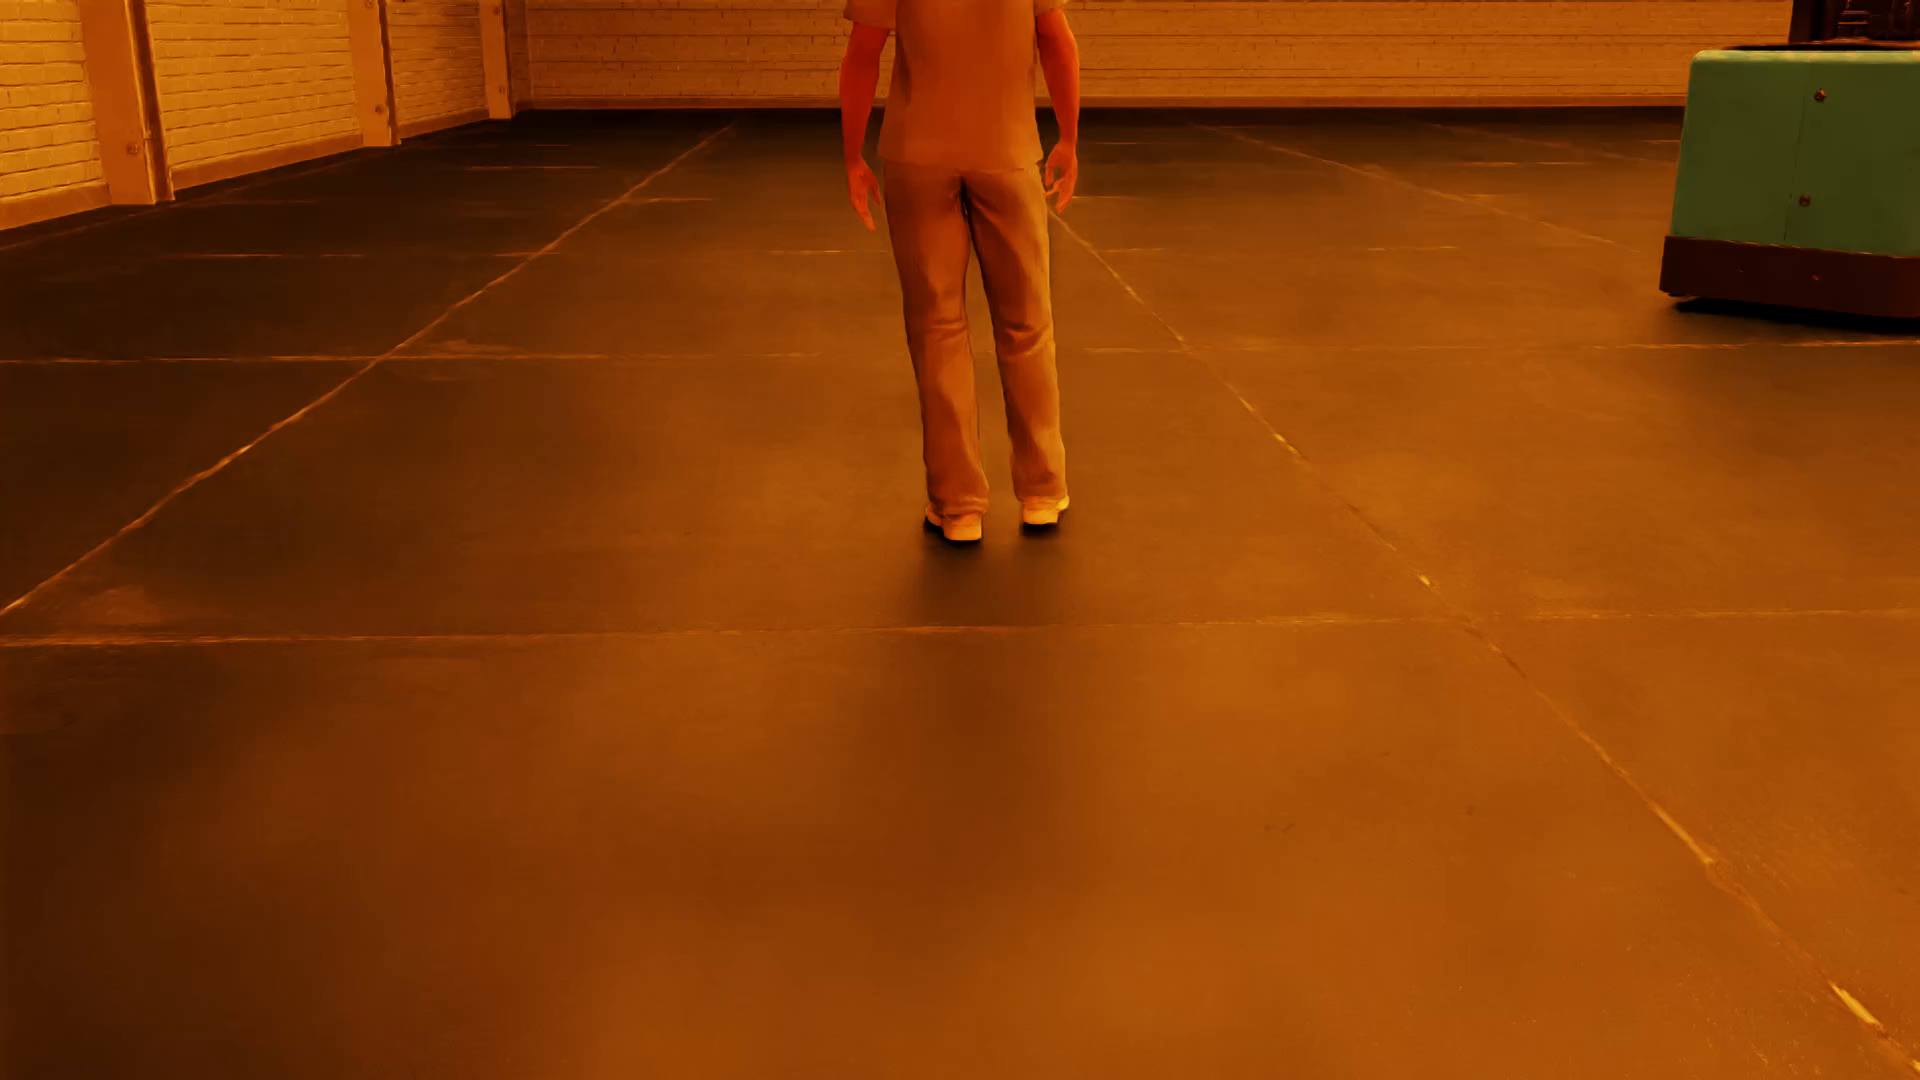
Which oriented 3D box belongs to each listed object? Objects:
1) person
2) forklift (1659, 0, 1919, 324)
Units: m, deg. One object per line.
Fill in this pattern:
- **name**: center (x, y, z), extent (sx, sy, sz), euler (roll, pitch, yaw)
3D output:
- **person**: center (0.006, -0.730, 3.726), extent (0.519, 1.361, 0.395), euler (-1, 17, -3)
- **forklift**: center (4.457, -2.600, 7.408), extent (3.031, 2.935, 1.130), euler (-15, 23, -40)
